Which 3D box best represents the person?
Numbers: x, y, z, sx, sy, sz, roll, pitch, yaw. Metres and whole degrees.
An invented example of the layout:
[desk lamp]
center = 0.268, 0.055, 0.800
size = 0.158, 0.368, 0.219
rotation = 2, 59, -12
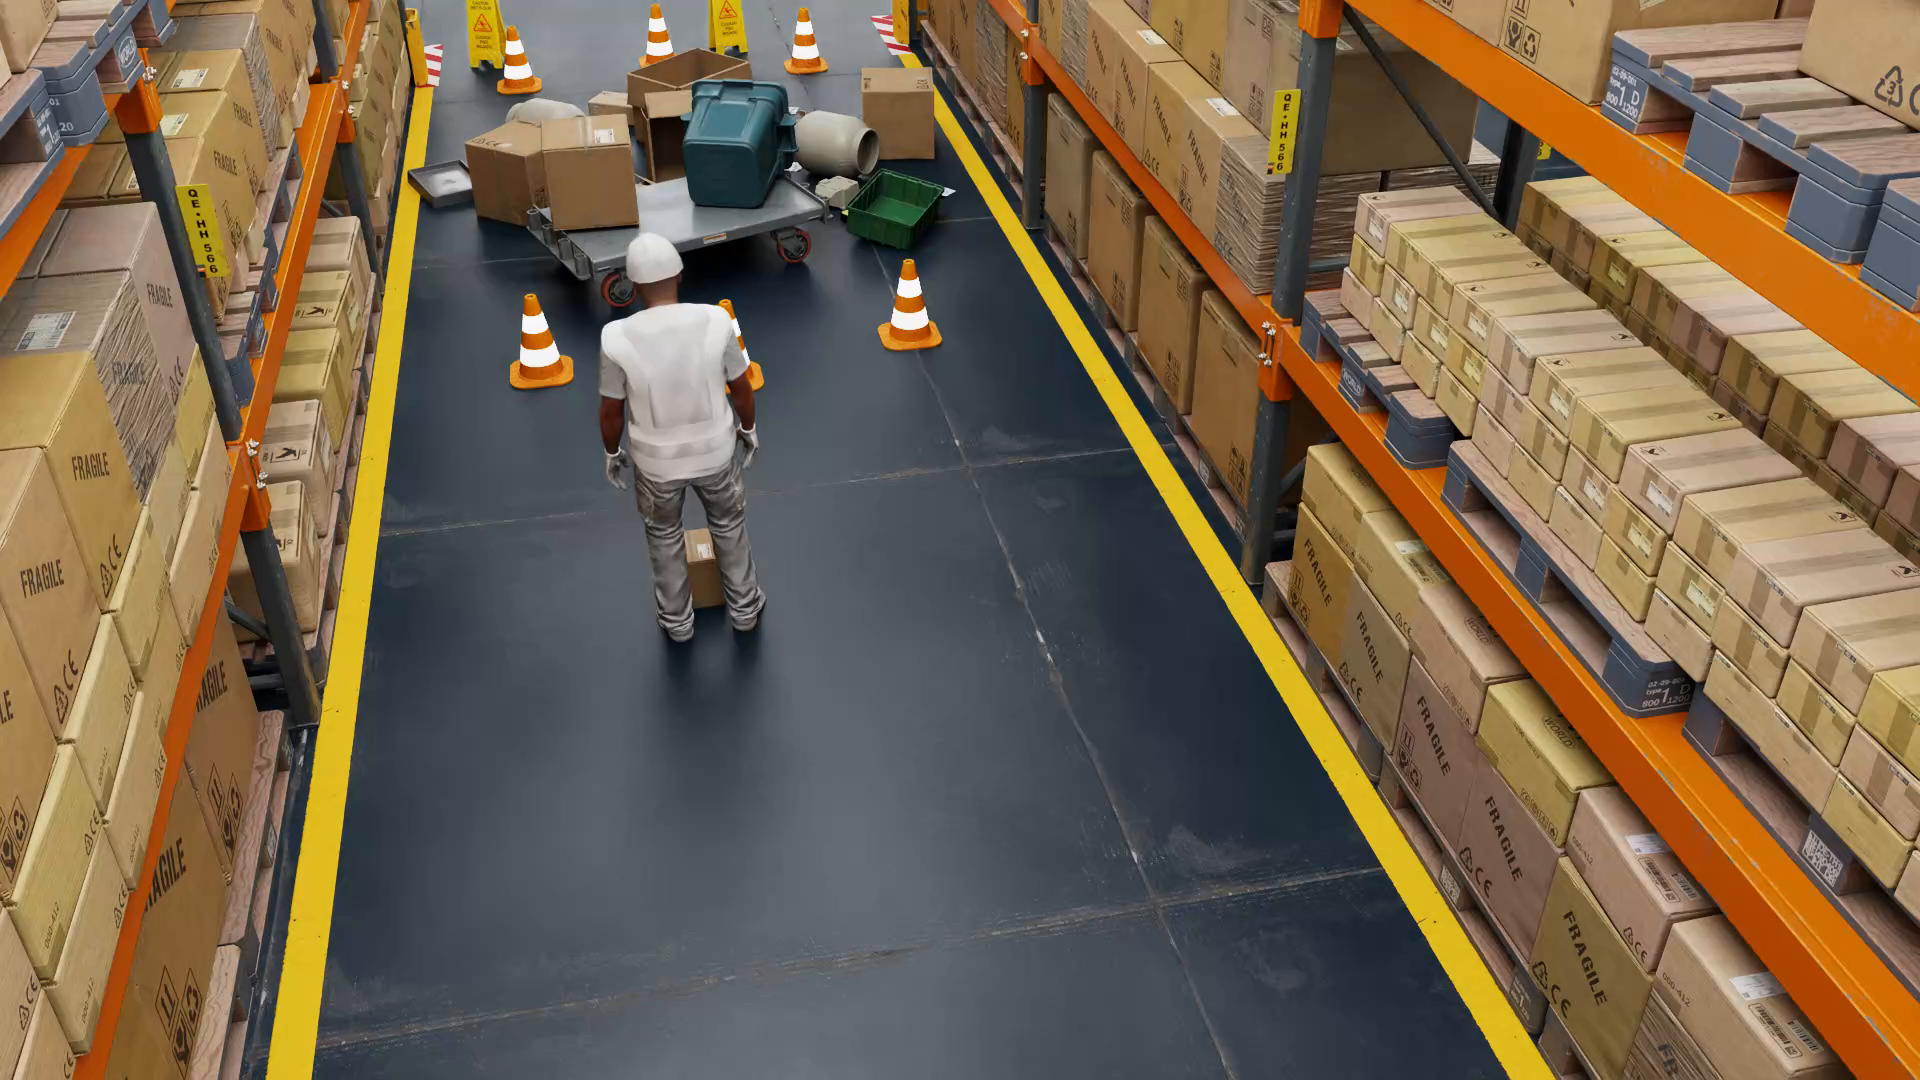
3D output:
[person]
center = -1.119, -0.376, 6.690
size = 0.625, 1.773, 0.452
rotation = -9, 35, -13
